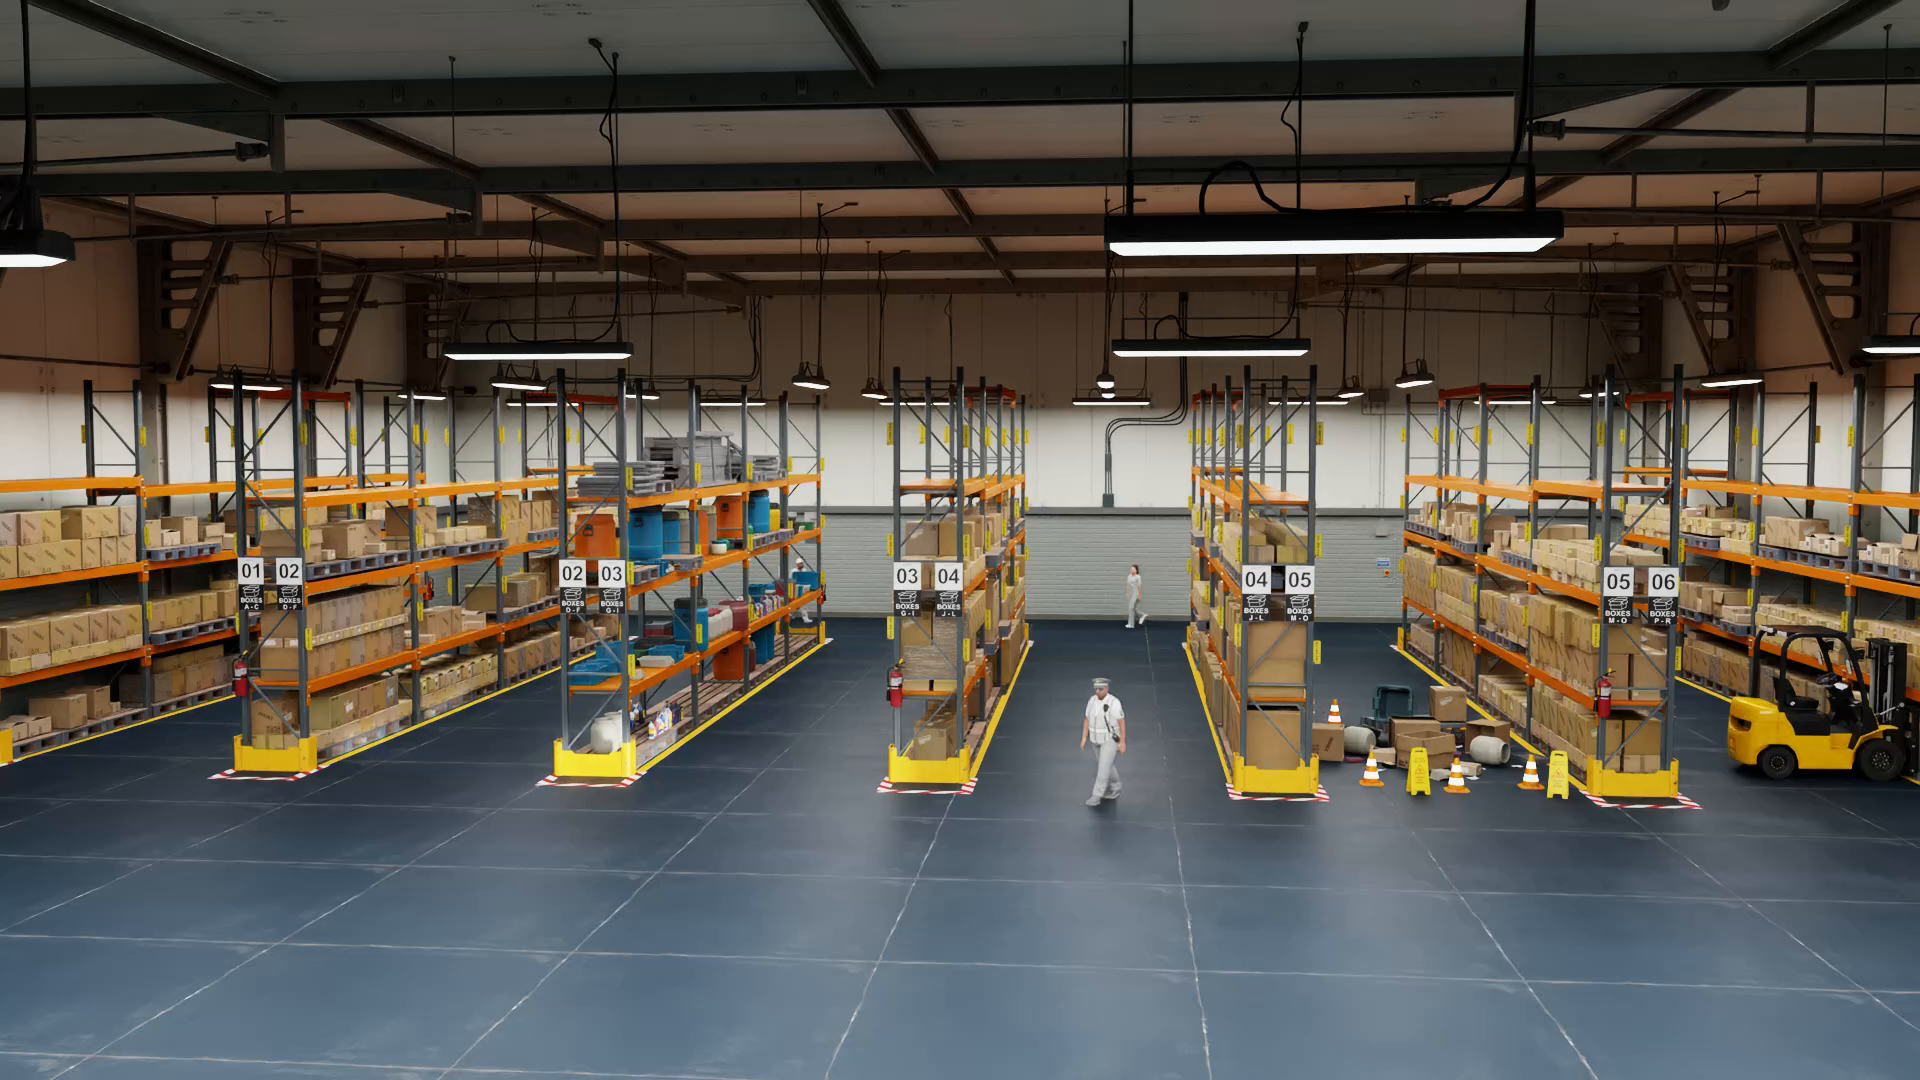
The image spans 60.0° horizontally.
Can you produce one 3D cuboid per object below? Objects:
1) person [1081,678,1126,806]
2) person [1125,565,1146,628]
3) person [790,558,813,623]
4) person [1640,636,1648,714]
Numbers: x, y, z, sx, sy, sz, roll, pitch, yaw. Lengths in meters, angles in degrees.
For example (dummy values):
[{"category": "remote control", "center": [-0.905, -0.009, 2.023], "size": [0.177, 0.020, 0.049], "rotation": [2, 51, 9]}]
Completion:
[{"category": "person", "center": [1.906, 2.720, 22.608], "size": [1.027, 1.705, 0.559], "rotation": [-3, 5, -44]}, {"category": "person", "center": [4.591, 1.458, 43.530], "size": [0.754, 1.649, 0.442], "rotation": [-2, 4, -33]}, {"category": "person", "center": [-4.297, 1.350, 44.656], "size": [0.993, 1.755, 0.539], "rotation": [2, 4, 32]}, {"category": "person", "center": [11.424, 2.427, 28.091], "size": [0.512, 1.674, 0.516], "rotation": [0, 4, 4]}]
